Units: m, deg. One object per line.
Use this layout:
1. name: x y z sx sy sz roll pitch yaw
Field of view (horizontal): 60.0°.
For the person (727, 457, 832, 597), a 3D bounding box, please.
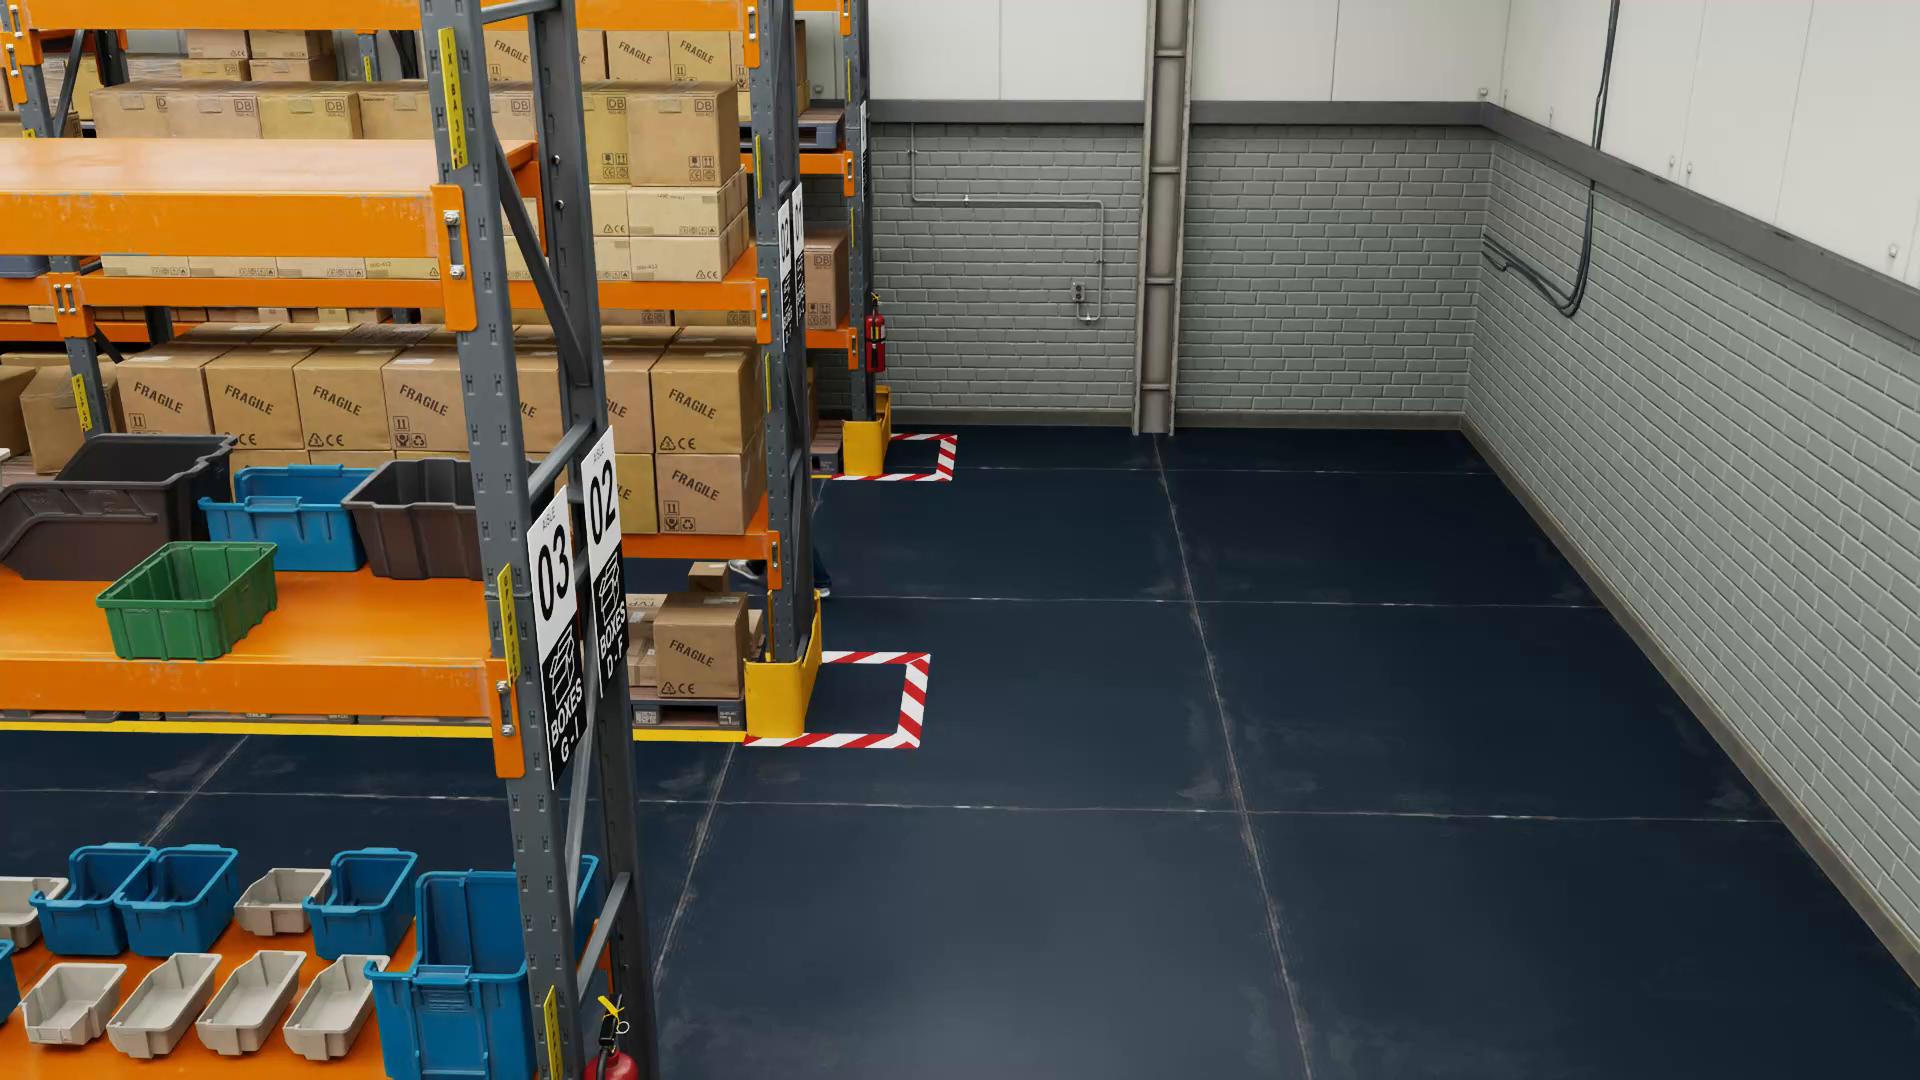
1. person: -1.354 -0.348 11.989 0.897 1.548 0.417 6 22 16
